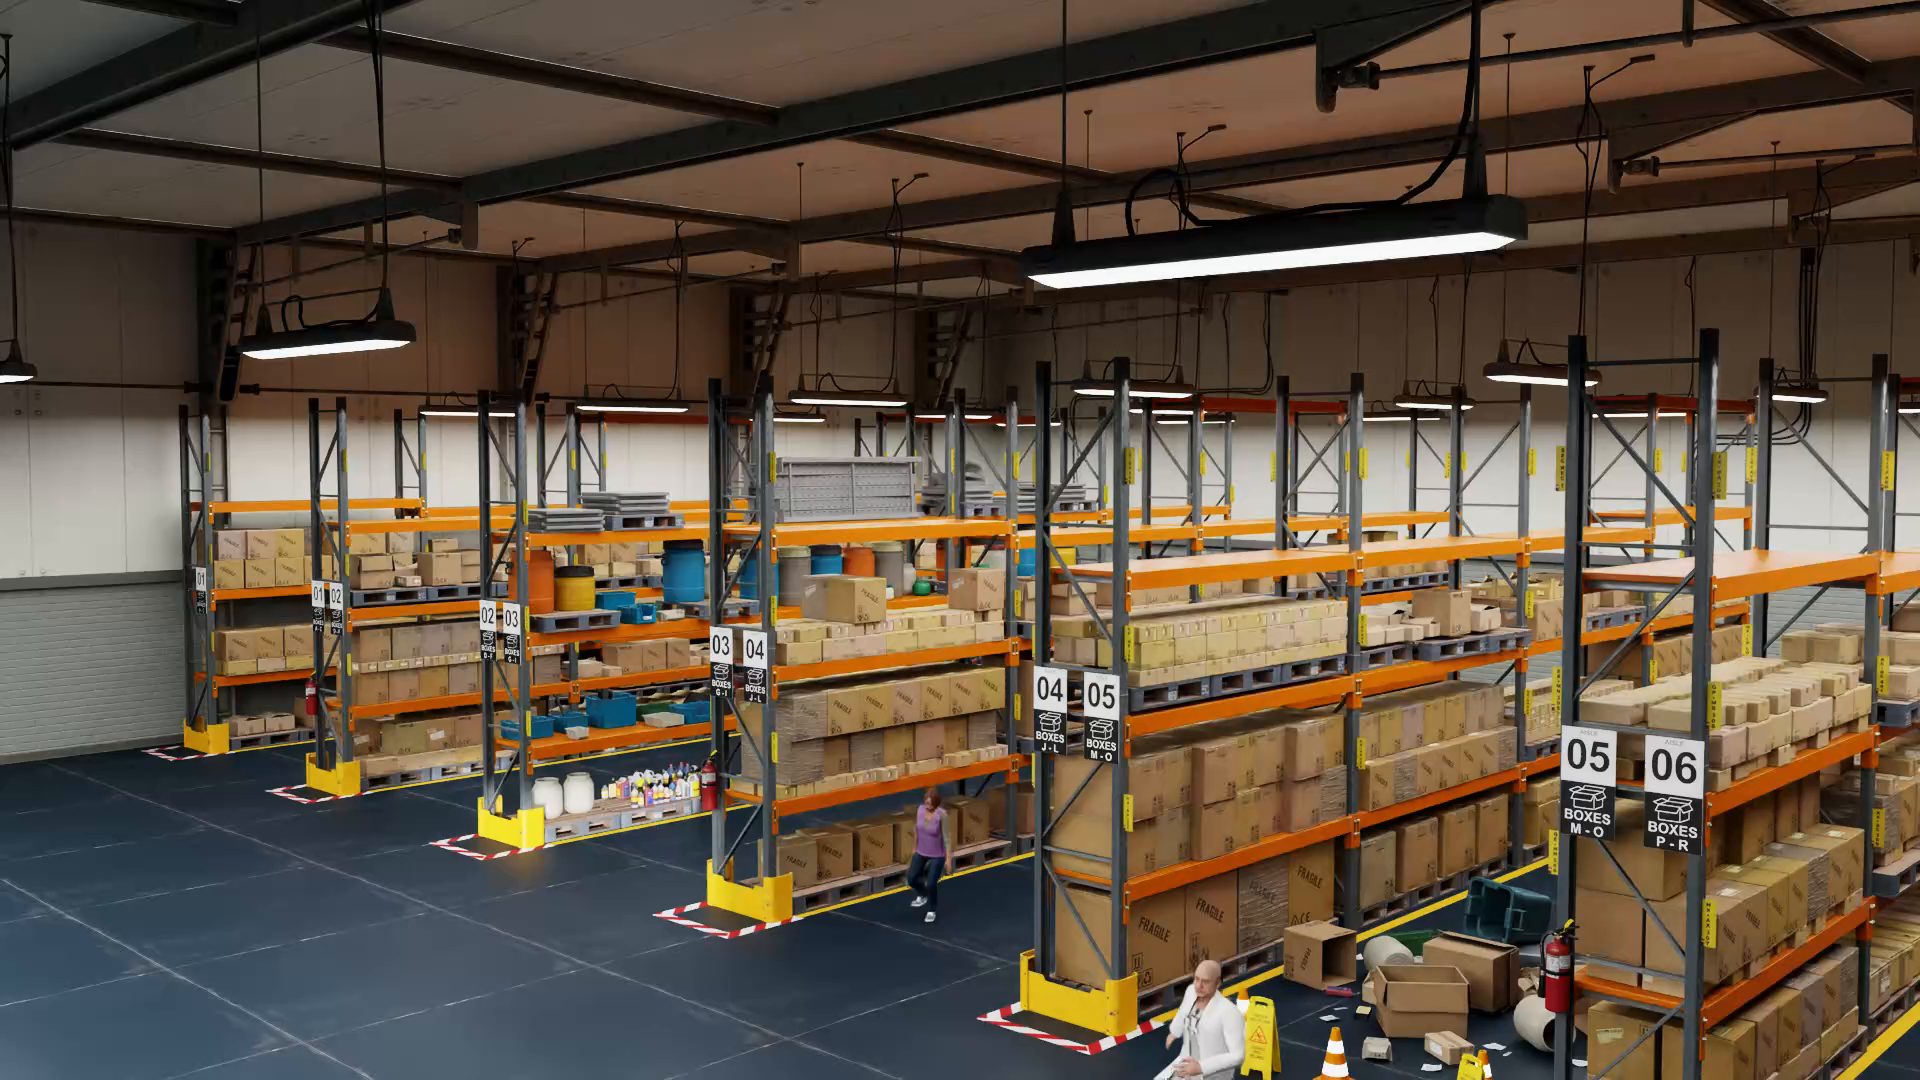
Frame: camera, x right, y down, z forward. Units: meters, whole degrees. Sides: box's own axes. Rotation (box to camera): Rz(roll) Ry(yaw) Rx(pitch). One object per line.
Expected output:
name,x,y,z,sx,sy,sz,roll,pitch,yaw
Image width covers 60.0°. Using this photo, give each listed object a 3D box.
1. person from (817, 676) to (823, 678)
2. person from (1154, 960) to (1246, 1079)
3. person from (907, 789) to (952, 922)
person,-2.114,2.919,28.392,0.936,1.471,0.729,-2,4,-37
person,1.629,3.727,11.552,0.877,1.690,0.755,3,4,41
person,-0.316,3.463,18.239,0.659,1.463,0.607,1,3,26
